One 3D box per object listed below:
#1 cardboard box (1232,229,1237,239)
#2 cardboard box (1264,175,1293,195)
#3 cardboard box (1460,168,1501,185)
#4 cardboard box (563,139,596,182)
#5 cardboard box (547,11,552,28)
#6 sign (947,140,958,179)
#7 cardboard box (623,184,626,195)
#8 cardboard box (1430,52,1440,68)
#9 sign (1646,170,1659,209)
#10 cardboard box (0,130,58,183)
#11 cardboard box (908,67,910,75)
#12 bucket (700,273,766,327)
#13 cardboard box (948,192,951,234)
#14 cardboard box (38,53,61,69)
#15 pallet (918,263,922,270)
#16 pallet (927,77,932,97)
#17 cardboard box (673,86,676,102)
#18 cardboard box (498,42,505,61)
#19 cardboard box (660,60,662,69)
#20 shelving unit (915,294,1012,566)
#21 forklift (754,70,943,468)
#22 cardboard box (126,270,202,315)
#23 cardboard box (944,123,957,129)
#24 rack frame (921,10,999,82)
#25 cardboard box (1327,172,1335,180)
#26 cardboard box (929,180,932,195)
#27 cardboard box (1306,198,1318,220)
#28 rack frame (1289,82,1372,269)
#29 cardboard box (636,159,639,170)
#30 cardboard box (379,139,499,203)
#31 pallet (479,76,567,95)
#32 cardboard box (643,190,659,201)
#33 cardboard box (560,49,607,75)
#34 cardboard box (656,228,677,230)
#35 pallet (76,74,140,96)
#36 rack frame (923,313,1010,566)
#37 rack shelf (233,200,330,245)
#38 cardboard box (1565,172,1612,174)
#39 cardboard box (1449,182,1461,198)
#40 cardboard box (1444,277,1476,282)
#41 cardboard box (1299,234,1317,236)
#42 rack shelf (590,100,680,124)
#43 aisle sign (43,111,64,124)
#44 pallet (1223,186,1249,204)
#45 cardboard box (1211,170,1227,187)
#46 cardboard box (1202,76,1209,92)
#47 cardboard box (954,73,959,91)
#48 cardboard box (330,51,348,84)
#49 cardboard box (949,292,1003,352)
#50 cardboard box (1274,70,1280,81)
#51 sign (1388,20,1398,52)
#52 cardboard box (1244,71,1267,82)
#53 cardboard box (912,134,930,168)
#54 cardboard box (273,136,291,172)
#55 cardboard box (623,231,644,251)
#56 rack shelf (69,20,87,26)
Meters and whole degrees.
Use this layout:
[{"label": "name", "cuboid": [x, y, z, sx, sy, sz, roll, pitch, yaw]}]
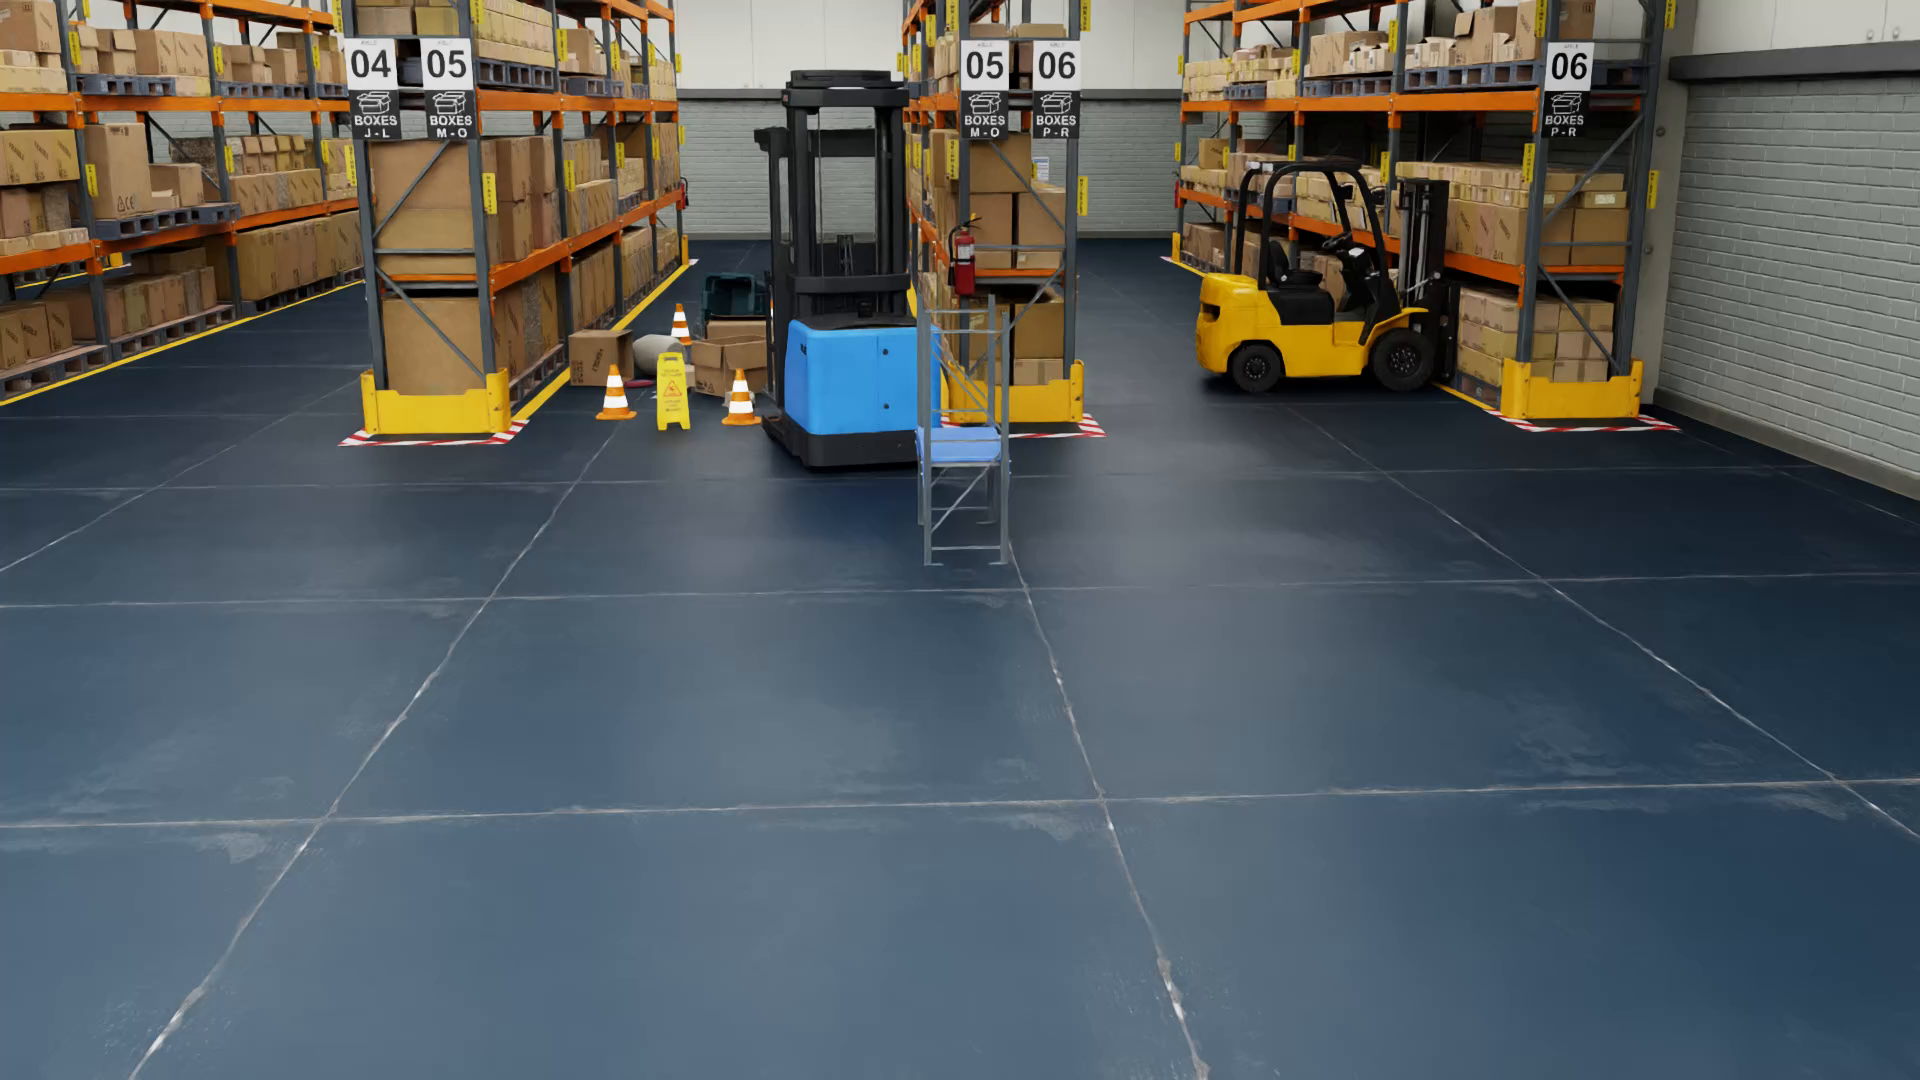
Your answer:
[{"label": "cardboard box", "cuboid": [4.460, -4.777, 25.943, 0.380, 0.149, 0.250, 0, 14, -1]}, {"label": "cardboard box", "cuboid": [4.562, -4.956, 23.228, 0.500, 0.250, 0.500, -2, 15, -6]}, {"label": "cardboard box", "cuboid": [5.035, -3.487, 15.959, 0.380, 0.149, 0.250, -1, 14, -2]}, {"label": "cardboard box", "cuboid": [-4.887, -4.684, 20.505, 0.700, 0.500, 0.500, -1, 14, -4]}, {"label": "cardboard box", "cuboid": [-4.349, -5.277, 16.858, 0.380, 0.149, 0.250, -1, 14, -4]}, {"label": "sign", "cuboid": [-0.063, -3.211, 14.029, 0.100, 0.325, 0.005, -1, 14, -3]}, {"label": "cardboard box", "cuboid": [-4.835, -4.852, 23.027, 0.380, 0.149, 0.250, 0, 14, -2]}, {"label": "cardboard box", "cuboid": [4.971, -4.849, 16.793, 0.380, 0.149, 0.250, 0, 14, -2]}, {"label": "sign", "cuboid": [6.001, -3.043, 14.438, 0.100, 0.325, 0.005, -1, 14, -3]}, {"label": "cardboard box", "cuboid": [-9.312, -3.788, 16.423, 0.500, 0.500, 0.500, -1, 14, -3]}, {"label": "cardboard box", "cuboid": [-0.569, -6.947, 24.912, 0.396, 0.266, 0.258, -1, 14, -4]}, {"label": "bucket", "cuboid": [-2.380, -2.547, 17.924, 0.726, 0.611, 0.620, 4, 5, 16]}, {"label": "cardboard box", "cuboid": [0.157, -2.949, 15.170, 0.500, 0.500, 0.500, -1, 14, -3]}, {"label": "cardboard box", "cuboid": [-9.338, -4.840, 16.797, 0.380, 0.149, 0.250, 0, 14, -2]}, {"label": "pallet", "cuboid": [-0.220, -4.325, 26.913, 1.003, 0.211, 1.213, -1, 14, -3]}, {"label": "pallet", "cuboid": [0.245, -5.271, 19.348, 1.213, 0.211, 1.003, -1, 14, -3]}, {"label": "cardboard box", "cuboid": [-5.141, -7.650, 28.519, 0.500, 0.250, 0.500, -1, 14, -5]}, {"label": "cardboard box", "cuboid": [-4.191, -4.261, 14.509, 0.380, 0.149, 0.250, -1, 14, -3]}, {"label": "cardboard box", "cuboid": [-5.046, -7.733, 27.038, 0.380, 0.149, 0.250, -1, 14, -5]}, {"label": "shelving unit", "cuboid": [0.005, -0.705, 10.257, 0.538, 1.500, 1.048, -1, 14, -3]}, {"label": "forklift", "cuboid": [-1.036, -2.286, 13.531, 1.130, 2.935, 3.031, -4, 15, -16]}, {"label": "cardboard box", "cuboid": [-9.786, -3.036, 20.440, 0.700, 0.500, 0.500, -2, 15, -8]}, {"label": "cardboard box", "cuboid": [-0.101, -6.541, 26.420, 0.380, 0.149, 0.250, -1, 14, -4]}, {"label": "rack frame", "cuboid": [-0.003, -7.396, 21.212, 1.000, 3.000, 0.127, -1, 14, -3]}, {"label": "cardboard box", "cuboid": [4.767, -4.526, 20.595, 0.380, 0.149, 0.250, -1, 14, -2]}, {"label": "cardboard box", "cuboid": [-0.104, -4.385, 19.909, 0.500, 0.500, 0.500, -1, 14, -6]}, {"label": "cardboard box", "cuboid": [4.760, -4.256, 21.350, 0.500, 0.250, 0.500, -1, 14, -5]}, {"label": "rack frame", "cuboid": [4.951, -4.568, 22.261, 1.000, 3.000, 0.127, -1, 14, -3]}, {"label": "cardboard box", "cuboid": [-4.934, -5.526, 24.450, 0.380, 0.149, 0.250, -1, 14, -5]}, {"label": "cardboard box", "cuboid": [-4.552, -3.223, 14.566, 0.875, 0.550, 0.550, -1, 14, -3]}, {"label": "pallet", "cuboid": [-4.796, -4.981, 18.232, 0.805, 0.209, 1.217, -1, 15, -6]}, {"label": "cardboard box", "cuboid": [-4.876, -5.338, 25.756, 0.380, 0.149, 0.250, 0, 14, -1]}, {"label": "cardboard box", "cuboid": [-4.573, -5.795, 20.145, 0.500, 0.311, 0.500, -1, 14, -3]}, {"label": "cardboard box", "cuboid": [-5.147, -5.362, 29.030, 0.380, 0.149, 0.250, -1, 14, -3]}, {"label": "pallet", "cuboid": [-9.578, -4.860, 17.751, 1.213, 0.211, 1.003, -1, 14, -3]}, {"label": "rack frame", "cuboid": [0.037, -0.579, 9.766, 0.500, 1.500, 0.032, -1, 14, -3]}, {"label": "rack shelf", "cuboid": [-10.018, -4.487, 23.388, 1.077, 0.370, 4.000, -1, 14, -3]}, {"label": "cardboard box", "cuboid": [5.685, -3.239, 14.996, 0.380, 0.149, 0.250, 0, 14, -2]}, {"label": "cardboard box", "cuboid": [5.032, -3.468, 16.482, 0.380, 0.149, 0.250, -1, 14, -5]}, {"label": "cardboard box", "cuboid": [4.979, -2.553, 17.099, 0.500, 0.250, 0.500, 0, 14, -2]}, {"label": "cardboard box", "cuboid": [5.136, -4.462, 24.719, 0.380, 0.149, 0.250, -1, 14, -3]}, {"label": "rack shelf", "cuboid": [-5.309, -6.986, 27.080, 1.077, 0.370, 4.000, -1, 14, -3]}, {"label": "aisle sign", "cuboid": [-15.634, -7.523, 28.529, 0.394, 0.787, 0.004, -1, 14, -3]}, {"label": "pallet", "cuboid": [4.643, -5.270, 25.372, 1.003, 0.211, 1.213, -1, 14, -3]}, {"label": "cardboard box", "cuboid": [4.382, -5.882, 27.070, 0.500, 0.250, 0.500, -1, 14, -3]}, {"label": "cardboard box", "cuboid": [4.336, -7.585, 27.672, 0.500, 0.250, 0.500, -1, 14, -4]}, {"label": "cardboard box", "cuboid": [0.143, -3.978, 14.451, 0.380, 0.149, 0.250, -1, 14, -3]}, {"label": "cardboard box", "cuboid": [-10.170, -7.545, 26.567, 0.700, 0.500, 0.500, 0, 14, -1]}, {"label": "cardboard box", "cuboid": [0.147, -2.061, 15.687, 0.500, 0.500, 0.500, 0, 14, -1]}, {"label": "cardboard box", "cuboid": [4.635, -6.546, 23.430, 0.380, 0.149, 0.250, 0, 14, -2]}, {"label": "sign", "cuboid": [4.658, -5.418, 17.875, 0.100, 0.325, 0.005, -1, 14, -3]}, {"label": "cardboard box", "cuboid": [4.390, -6.811, 24.420, 0.380, 0.149, 0.250, -1, 14, -4]}, {"label": "cardboard box", "cuboid": [-0.452, -5.778, 24.756, 0.500, 0.500, 0.500, -1, 14, -4]}, {"label": "cardboard box", "cuboid": [-10.063, -5.537, 23.813, 0.797, 0.503, 0.637, -1, 14, -3]}, {"label": "cardboard box", "cuboid": [-4.821, -4.299, 23.885, 0.500, 0.250, 0.500, -2, 15, -6]}, {"label": "rack shelf", "cuboid": [-15.209, -8.117, 26.259, 1.077, 0.370, 4.000, -1, 14, -3]}]
